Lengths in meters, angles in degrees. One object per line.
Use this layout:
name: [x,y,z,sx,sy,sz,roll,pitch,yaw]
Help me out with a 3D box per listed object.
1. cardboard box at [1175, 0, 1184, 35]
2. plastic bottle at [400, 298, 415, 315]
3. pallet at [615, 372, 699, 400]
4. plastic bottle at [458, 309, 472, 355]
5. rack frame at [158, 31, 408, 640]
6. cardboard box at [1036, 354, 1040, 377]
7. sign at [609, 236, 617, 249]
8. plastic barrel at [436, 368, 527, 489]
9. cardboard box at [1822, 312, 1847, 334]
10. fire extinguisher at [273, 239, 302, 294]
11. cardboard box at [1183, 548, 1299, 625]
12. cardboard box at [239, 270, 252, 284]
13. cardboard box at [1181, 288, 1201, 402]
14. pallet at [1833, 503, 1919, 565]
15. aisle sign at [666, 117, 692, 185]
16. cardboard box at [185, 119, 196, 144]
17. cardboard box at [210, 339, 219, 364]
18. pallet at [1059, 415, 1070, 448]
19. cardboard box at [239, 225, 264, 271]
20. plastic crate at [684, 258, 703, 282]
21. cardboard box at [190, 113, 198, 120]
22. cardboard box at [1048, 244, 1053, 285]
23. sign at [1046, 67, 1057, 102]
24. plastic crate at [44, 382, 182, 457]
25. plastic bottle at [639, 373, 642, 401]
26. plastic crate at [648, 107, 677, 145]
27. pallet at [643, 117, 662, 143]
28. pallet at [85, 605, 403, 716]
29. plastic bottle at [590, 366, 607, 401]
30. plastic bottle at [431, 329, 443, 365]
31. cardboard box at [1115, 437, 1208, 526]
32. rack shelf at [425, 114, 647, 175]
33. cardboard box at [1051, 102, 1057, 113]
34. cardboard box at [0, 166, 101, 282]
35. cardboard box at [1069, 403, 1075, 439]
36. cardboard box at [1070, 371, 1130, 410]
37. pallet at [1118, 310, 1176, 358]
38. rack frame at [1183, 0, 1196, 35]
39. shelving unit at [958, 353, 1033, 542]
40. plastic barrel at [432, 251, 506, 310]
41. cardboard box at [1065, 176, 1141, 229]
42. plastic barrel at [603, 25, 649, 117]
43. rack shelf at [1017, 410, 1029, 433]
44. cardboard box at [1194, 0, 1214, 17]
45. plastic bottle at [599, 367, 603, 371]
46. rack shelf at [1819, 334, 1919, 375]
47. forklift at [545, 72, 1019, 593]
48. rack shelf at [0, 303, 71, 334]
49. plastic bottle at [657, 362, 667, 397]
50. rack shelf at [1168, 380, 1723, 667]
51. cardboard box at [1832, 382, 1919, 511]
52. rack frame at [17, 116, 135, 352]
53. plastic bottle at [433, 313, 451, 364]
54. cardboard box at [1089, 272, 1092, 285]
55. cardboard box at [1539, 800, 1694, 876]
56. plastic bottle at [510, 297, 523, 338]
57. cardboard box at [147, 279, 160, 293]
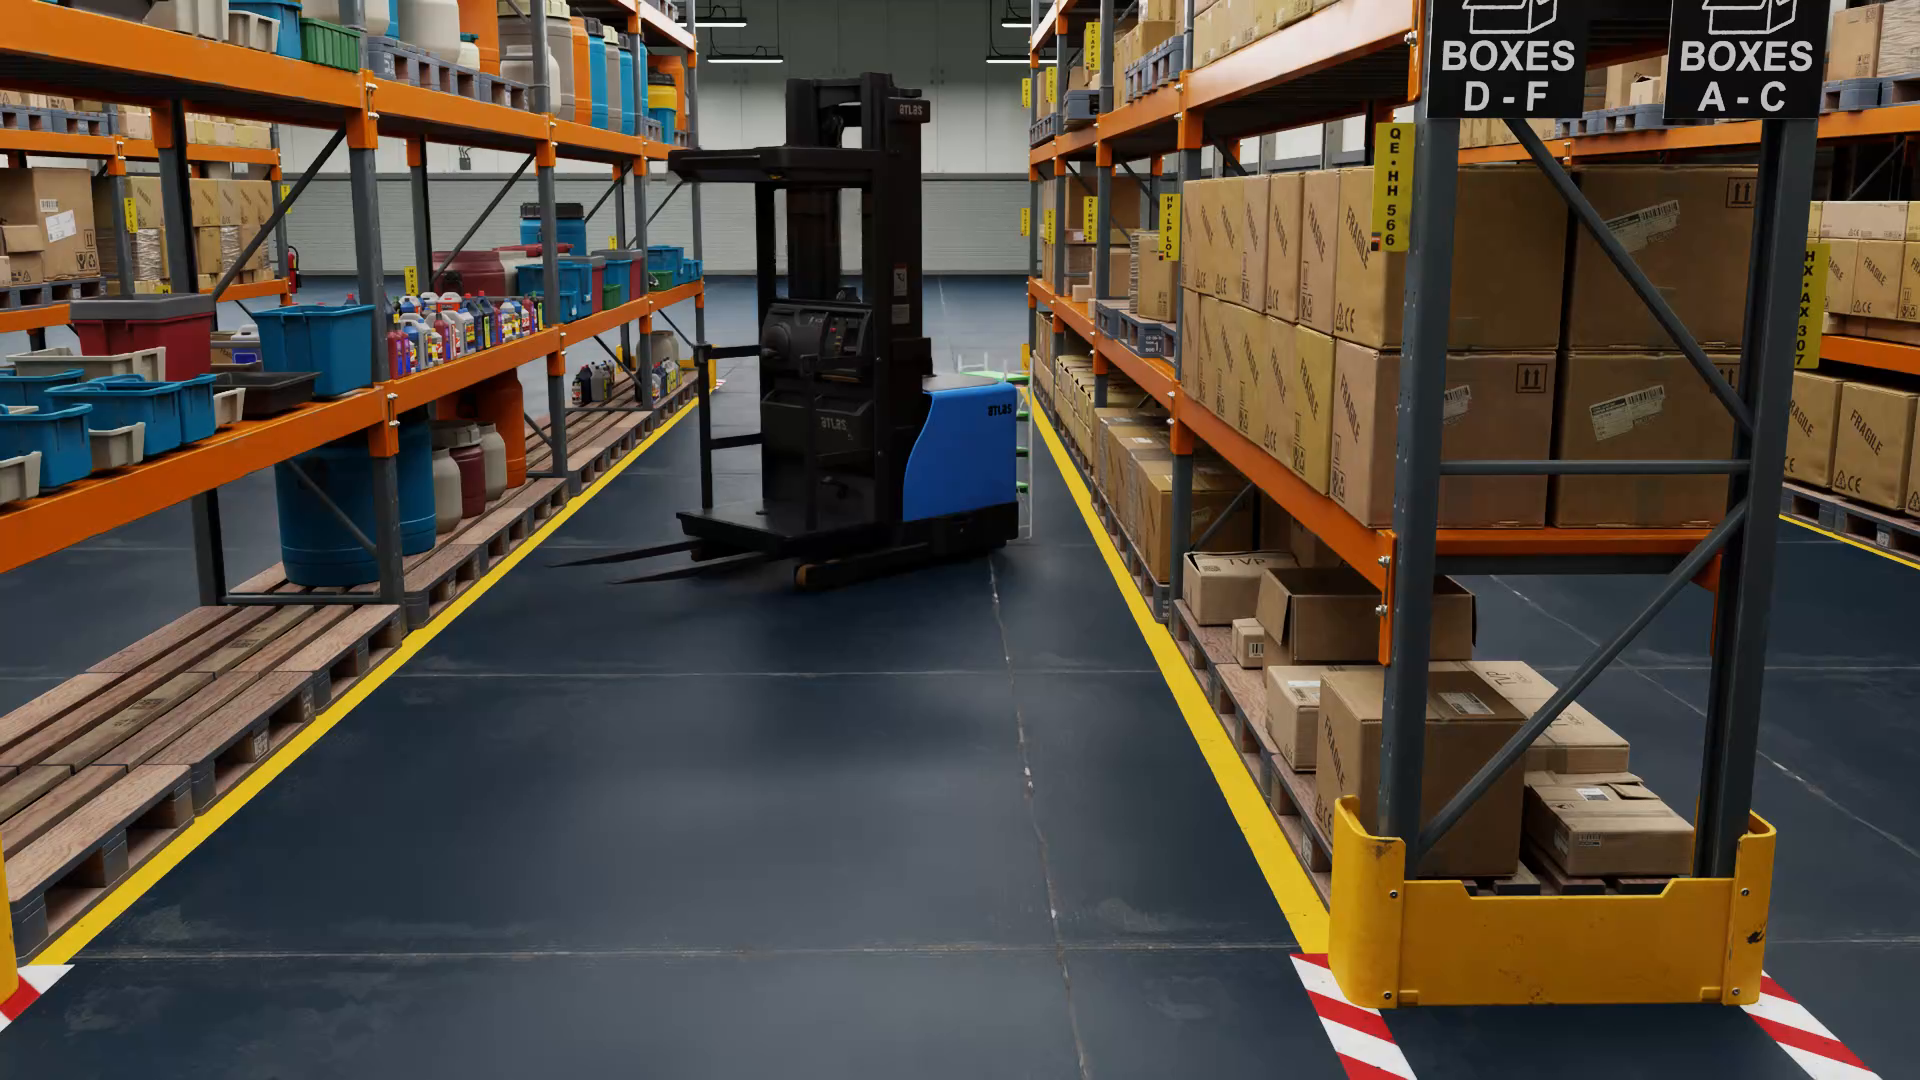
cardboard box: [1.623,-3.121,9.795,0.600,0.600,0.600,-1,11,-3]
plastic bottle: [-3.714,-1.492,11.192,0.097,0.271,0.097,0,11,0]
pallet: [-3.550,-1.804,19.422,1.003,0.211,1.213,0,11,-1]
plastic bottle: [-2.990,-1.246,9.979,0.097,0.271,0.097,0,11,0]
rack frame: [-3.362,-0.962,8.257,1.000,3.000,0.127,0,11,-1]
cardboard box: [1.145,-2.018,19.323,0.500,0.250,0.500,0,11,-1]
sign: [-4.160,-3.482,19.980,0.100,0.325,0.005,0,11,-1]
plastic barrel: [-3.418,-0.802,11.871,0.600,0.830,0.708,0,11,-1]
cardboard box: [6.153,-1.515,11.563,0.380,0.149,0.250,0,11,1]
fire extinguisher: [-8.104,-3.314,20.043,0.296,0.674,0.183,0,11,-1]
cardboard box: [1.383,0.205,8.161,0.500,0.311,0.500,0,11,-1]
cardboard box: [-8.299,-2.999,18.930,0.380,0.149,0.250,0,11,-1]
cardboard box: [1.328,-0.928,7.838,0.500,0.500,0.500,0,11,0]
pallet: [6.423,-0.032,10.687,1.003,0.211,1.213,0,11,-1]
aisle sign: [-3.314,-4.637,19.833,0.394,0.787,0.004,0,11,-1]
cardboard box: [-8.248,-4.223,17.163,0.500,0.250,0.500,-1,11,-3]
cardboard box: [-8.525,-1.940,18.310,0.500,0.500,0.500,1,11,4]
pallet: [1.479,-1.059,15.748,1.003,0.211,1.213,0,11,-1]
cardboard box: [-8.448,-3.313,18.848,0.875,0.500,0.500,0,11,-1]
plastic crate: [-3.300,-3.176,19.545,0.499,0.251,0.616,0,11,-1]
cardboard box: [-8.282,-4.500,17.525,0.380,0.149,0.250,0,11,0]
cardboard box: [1.359,-3.120,18.642,0.700,0.500,0.500,0,11,-1]
sign: [0.870,-4.332,15.822,0.100,0.325,0.005,0,11,-1]
plastic crate: [-2.983,-0.426,5.887,0.416,0.233,0.300,0,11,-1]
plastic bottle: [-3.236,-1.565,16.956,0.061,0.283,0.133,0,11,-1]
plastic crate: [-3.270,-4.432,17.856,0.392,0.384,0.575,0,11,-1]
pallet: [-3.640,-4.073,16.521,1.213,0.211,1.003,0,11,-1]
pallet: [-3.308,0.551,7.814,1.003,0.211,1.213,0,11,-1]
plastic bottle: [-3.685,-1.597,16.943,0.144,0.351,0.185,0,11,-1]
plastic bottle: [-2.977,-1.093,9.401,0.097,0.201,0.097,0,11,0]
cardboard box: [1.269,-0.368,10.510,0.500,0.500,0.500,-1,11,-3]
rack shelf: [-3.486,-3.272,13.909,1.077,0.370,4.000,0,11,-1]
cardboard box: [1.127,-4.432,17.039,0.380,0.149,0.250,0,11,-1]
cardboard box: [-8.603,-2.873,15.112,1.000,1.000,1.000,0,11,-1]
cardboard box: [1.218,-1.043,14.517,0.500,0.250,0.500,0,11,0]
cardboard box: [1.218,-1.316,14.451,0.500,0.311,0.500,0,11,0]
pallet: [1.553,-1.296,10.386,1.003,0.211,1.213,0,11,-1]
rack frame: [1.590,-3.922,7.757,1.000,3.000,0.127,0,11,-1]
shelving unit: [0.233,-0.629,11.142,0.258,1.200,0.503,-8,14,-36]
plastic barrel: [-3.757,-1.915,12.611,0.600,0.536,0.708,0,11,-1]
cardboard box: [1.410,-3.345,16.488,0.700,0.500,0.500,0,11,-1]
plastic barrel: [-3.441,-4.672,16.683,0.600,0.901,0.708,0,11,-1]
rack shelf: [0.233,-0.802,11.107,0.258,0.148,0.480,-8,14,-36]
cardboard box: [1.352,-2.525,7.539,0.500,0.250,0.500,0,11,-1]
plastic bottle: [-3.839,-1.695,17.611,0.152,0.276,0.135,0,11,0]
rack shelf: [6.502,-1.048,10.488,1.077,0.370,4.000,0,11,-1]
forklift: [-1.015,-1.248,9.841,1.130,2.935,3.031,11,16,44]
rack shelf: [-8.438,-1.782,14.107,1.077,0.370,4.000,0,11,-1]
plastic bottle: [-3.133,-1.669,17.299,0.144,0.351,0.185,-1,11,-4]
rack shelf: [1.632,-0.231,6.465,1.077,0.370,4.000,0,11,-1]
cardboard box: [6.356,-0.629,10.967,0.750,0.750,0.750,0,11,-1]
rack frame: [-8.479,-2.532,15.995,1.000,3.000,0.127,0,11,-1]
plastic bottle: [-2.961,-1.156,9.506,0.061,0.283,0.133,0,11,-1]
cardboard box: [1.479,-2.401,15.725,0.500,0.250,0.500,0,11,2]
cardboard box: [2.008,0.910,5.091,0.380,0.149,0.250,0,11,-1]
plastic bottle: [-3.017,-1.508,11.271,0.097,0.271,0.097,0,11,0]
cardboard box: [-8.175,-2.503,16.482,0.380,0.149,0.250,0,11,-1]
